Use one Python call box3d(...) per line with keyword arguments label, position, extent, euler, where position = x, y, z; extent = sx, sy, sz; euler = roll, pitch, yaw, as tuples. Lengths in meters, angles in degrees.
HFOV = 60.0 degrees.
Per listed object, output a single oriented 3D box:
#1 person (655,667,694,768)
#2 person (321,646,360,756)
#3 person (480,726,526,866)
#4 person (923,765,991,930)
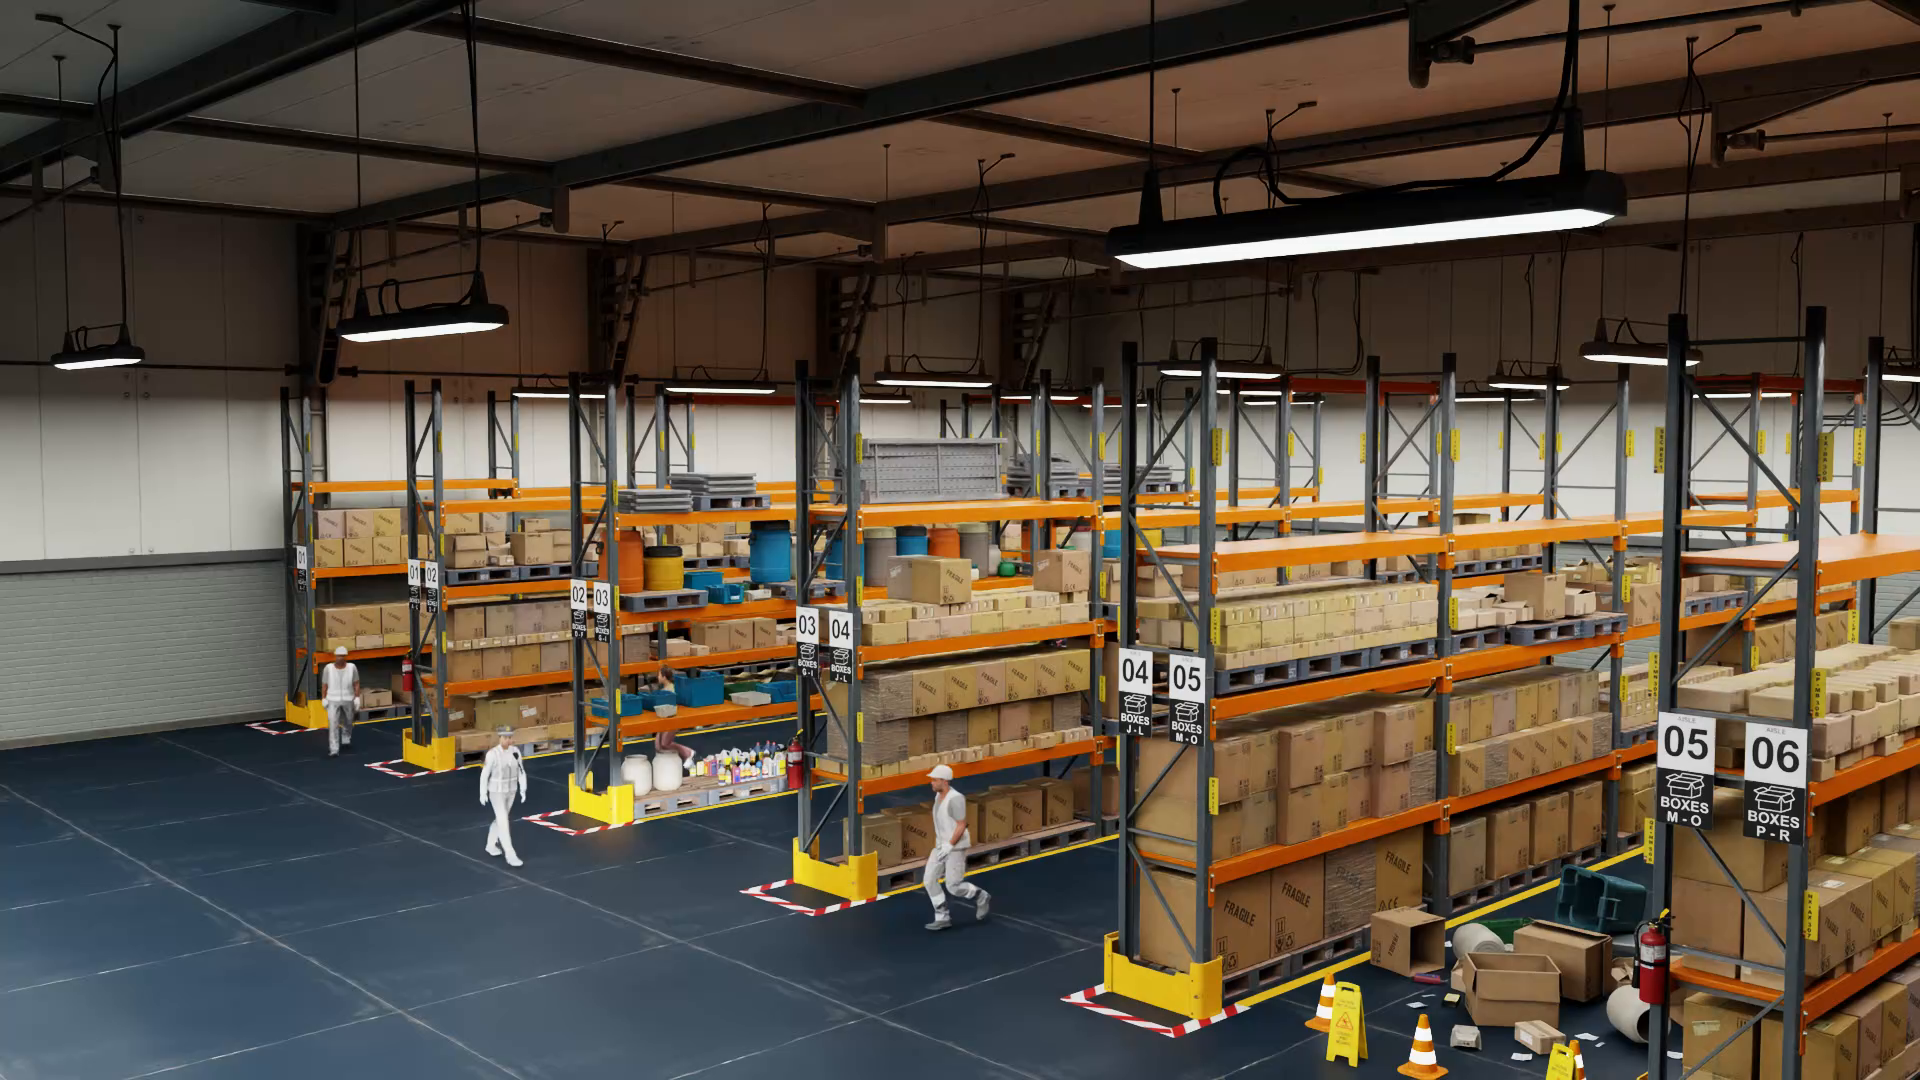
box3d(label="person", position=(-4.350, 2.743, 25.175), extent=(0.627, 1.643, 0.508), euler=(-2, 4, -30))
box3d(label="person", position=(-10.029, 2.586, 26.945), extent=(0.563, 1.737, 1.085), euler=(-2, 4, -30))
box3d(label="person", position=(-5.471, 3.043, 20.087), extent=(0.932, 1.626, 0.483), euler=(3, 5, 36))
box3d(label="person", position=(-0.063, 3.201, 17.504), extent=(0.793, 1.699, 0.589), euler=(-2, 4, -33))
